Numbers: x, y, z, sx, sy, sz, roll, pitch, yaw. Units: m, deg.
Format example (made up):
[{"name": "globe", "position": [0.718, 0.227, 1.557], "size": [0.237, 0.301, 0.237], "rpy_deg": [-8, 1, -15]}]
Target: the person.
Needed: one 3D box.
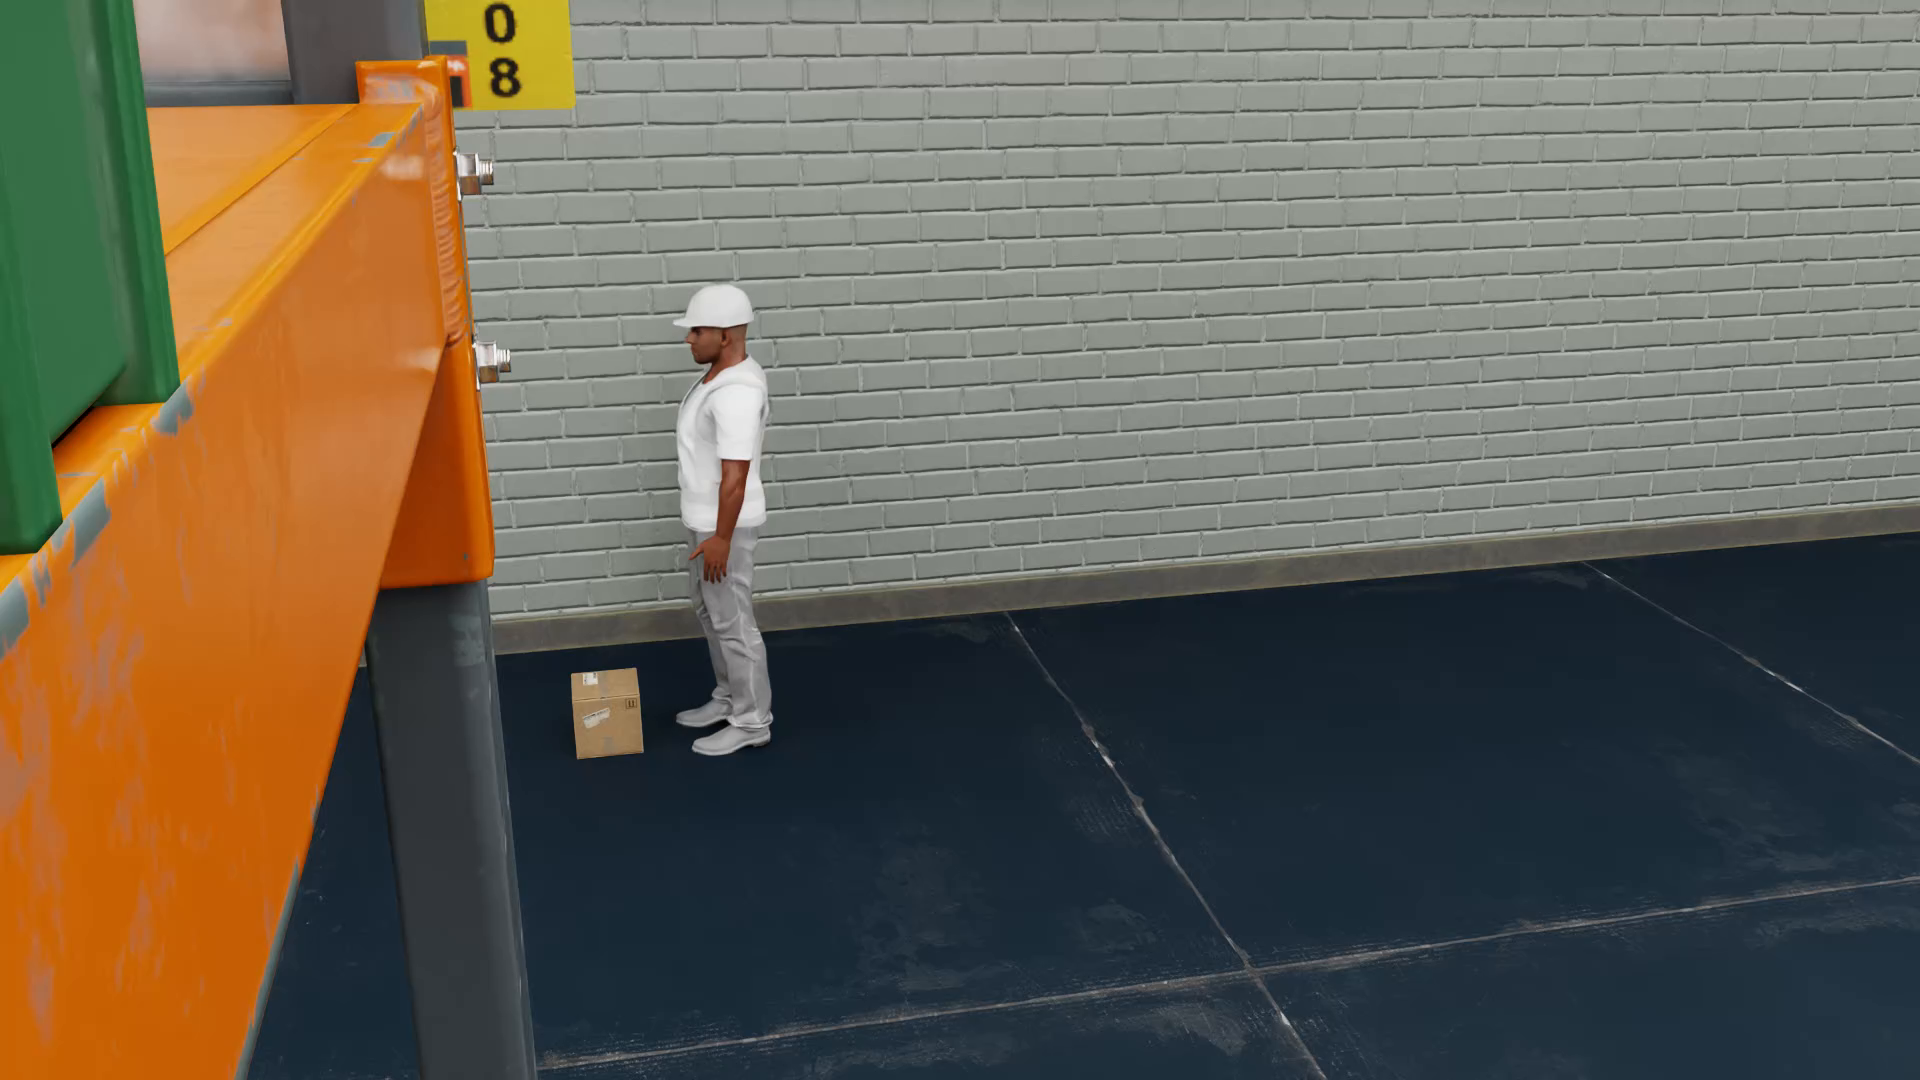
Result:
[{"name": "person", "position": [-0.907, -0.069, 6.251], "size": [0.412, 1.783, 0.577], "rpy_deg": [-4, 20, -11]}]
